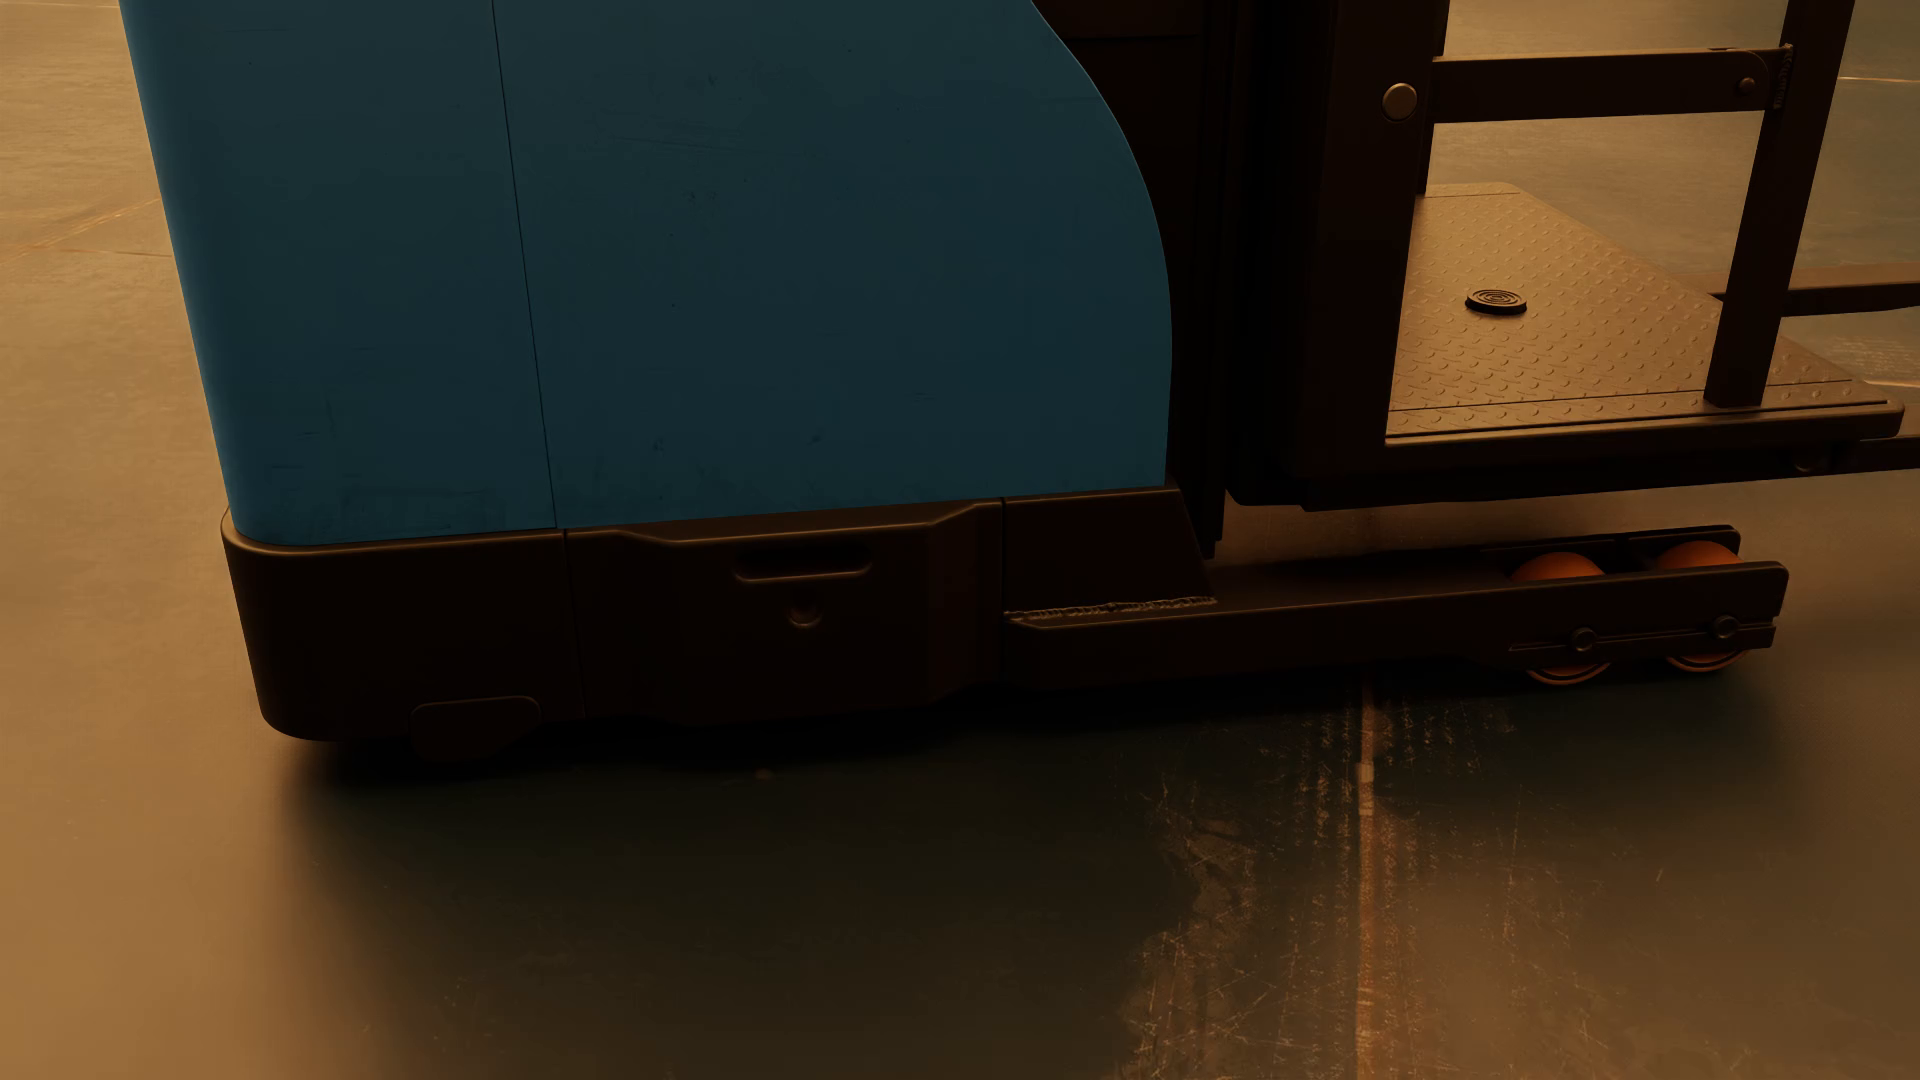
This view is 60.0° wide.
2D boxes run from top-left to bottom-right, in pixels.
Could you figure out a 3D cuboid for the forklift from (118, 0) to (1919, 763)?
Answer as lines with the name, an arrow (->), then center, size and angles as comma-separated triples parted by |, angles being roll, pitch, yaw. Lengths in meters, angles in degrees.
forklift -> 0.600, -1.354, 1.930 | 3.031, 2.935, 1.130 | -4, 27, -9
